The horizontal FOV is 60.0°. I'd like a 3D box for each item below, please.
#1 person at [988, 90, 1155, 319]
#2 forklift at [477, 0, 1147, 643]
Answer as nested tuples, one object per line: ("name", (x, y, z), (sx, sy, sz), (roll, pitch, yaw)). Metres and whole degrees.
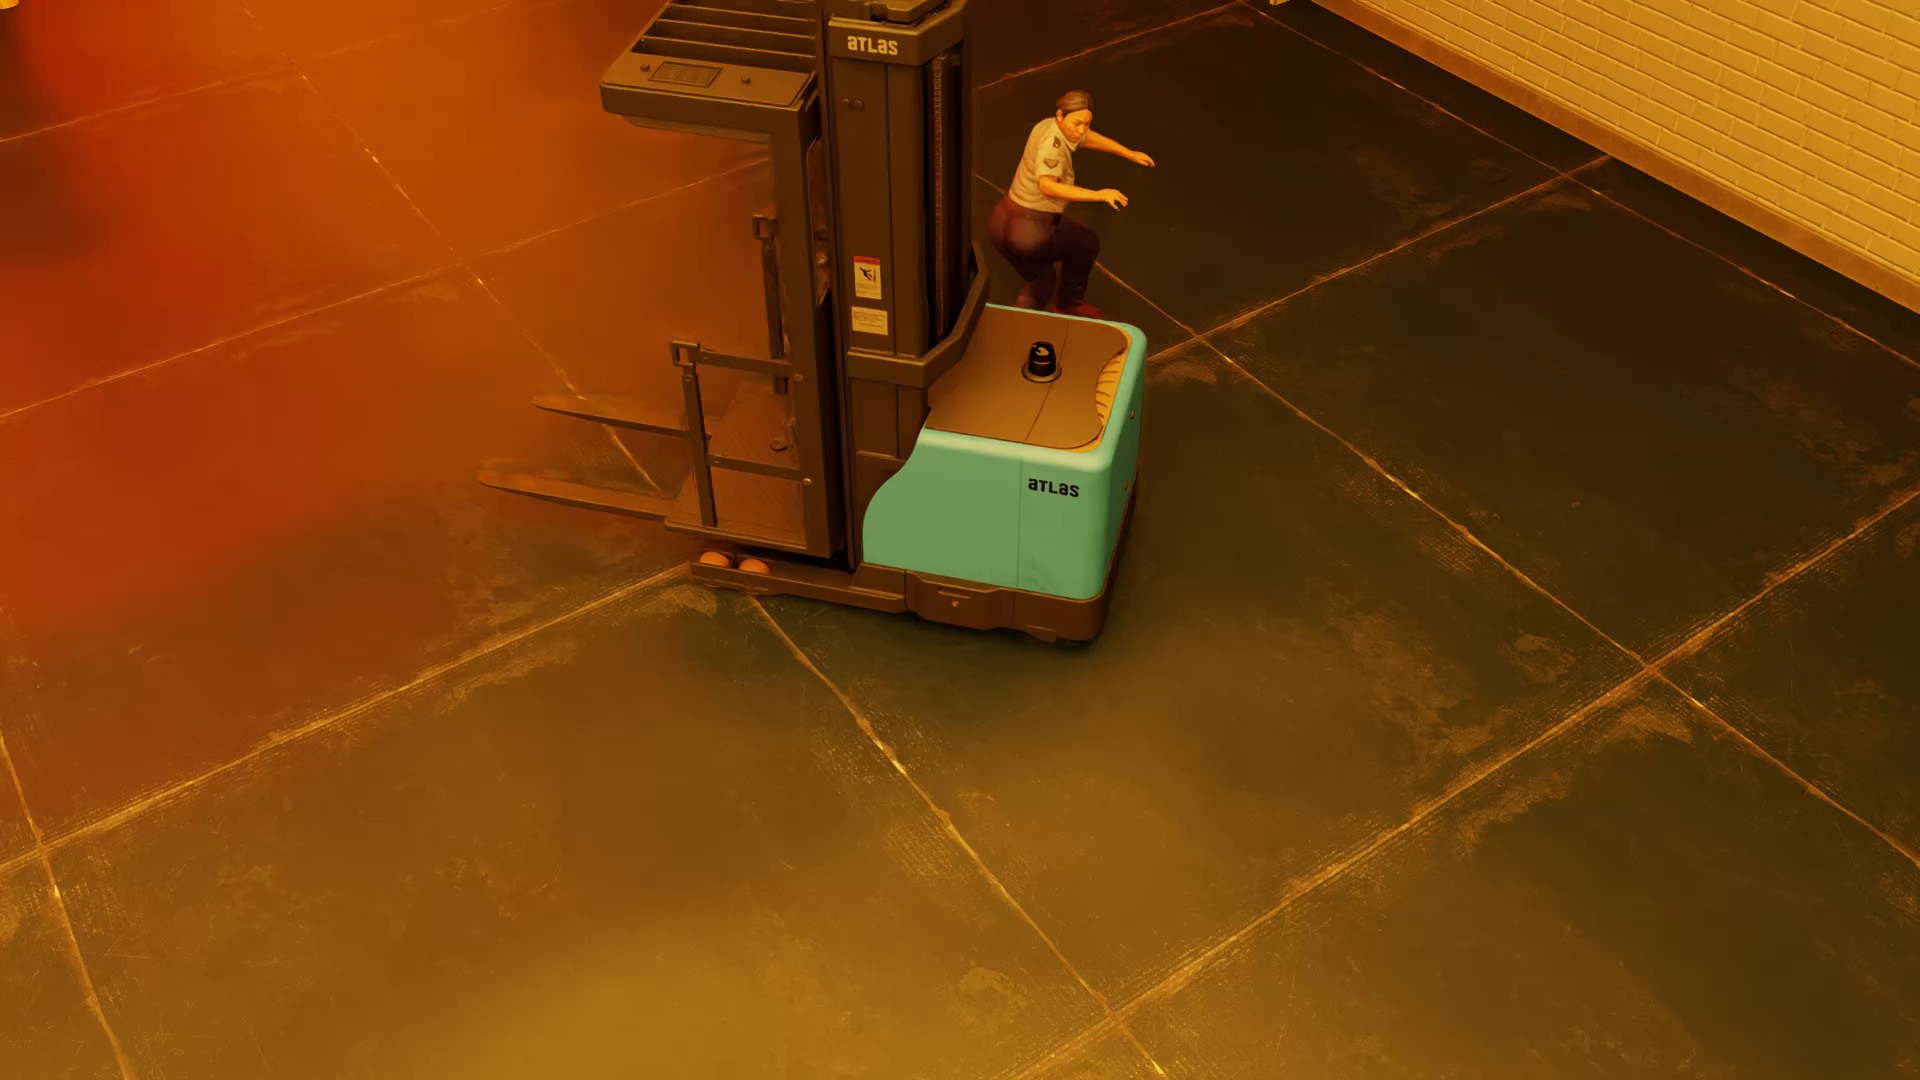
("person", (0.651, -1.642, 8.651), (1.061, 1.420, 0.805), (-21, 47, -22))
("forklift", (-0.738, -1.164, 6.978), (3.031, 2.935, 1.130), (10, 44, 10))
